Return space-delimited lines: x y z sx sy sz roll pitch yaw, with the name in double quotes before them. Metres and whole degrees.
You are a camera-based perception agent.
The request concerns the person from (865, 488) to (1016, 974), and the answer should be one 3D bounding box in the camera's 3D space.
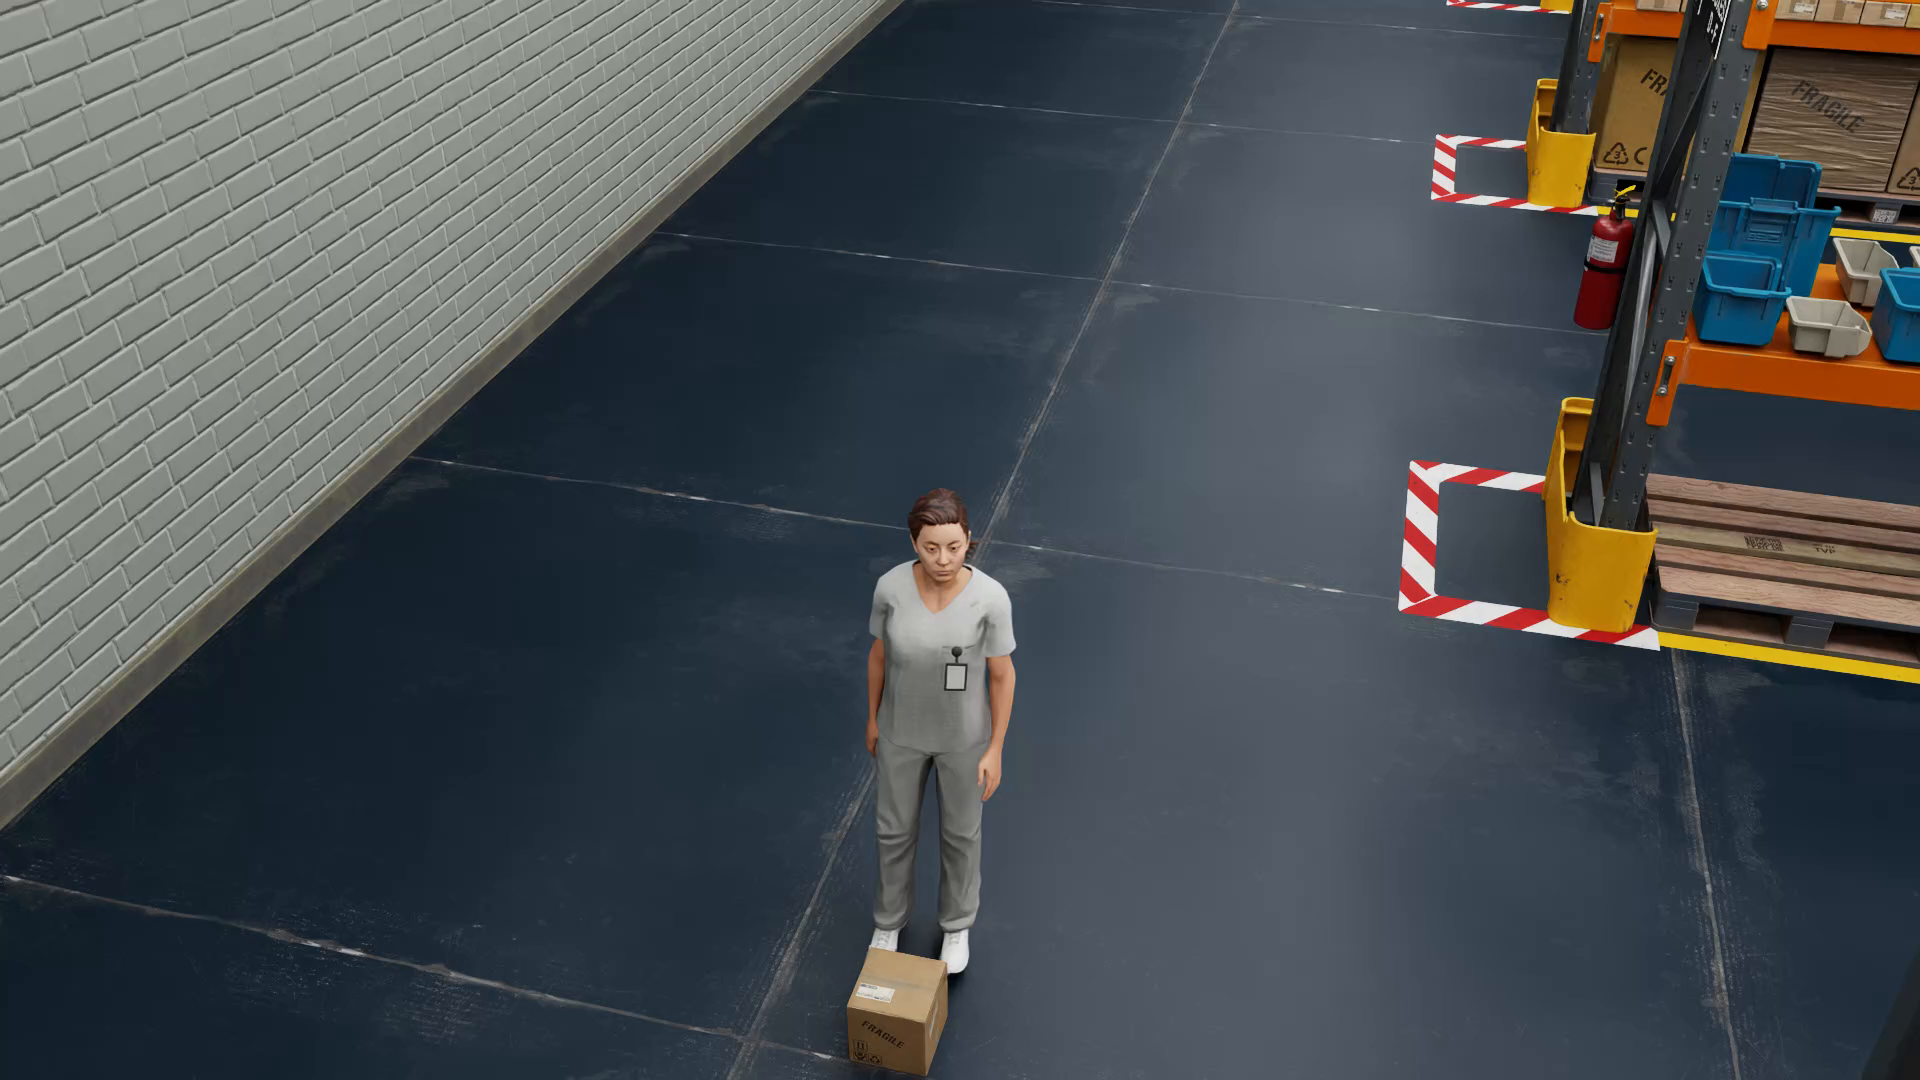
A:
"person" -0.071 0.624 5.156 0.475 1.704 0.455 5 33 8
